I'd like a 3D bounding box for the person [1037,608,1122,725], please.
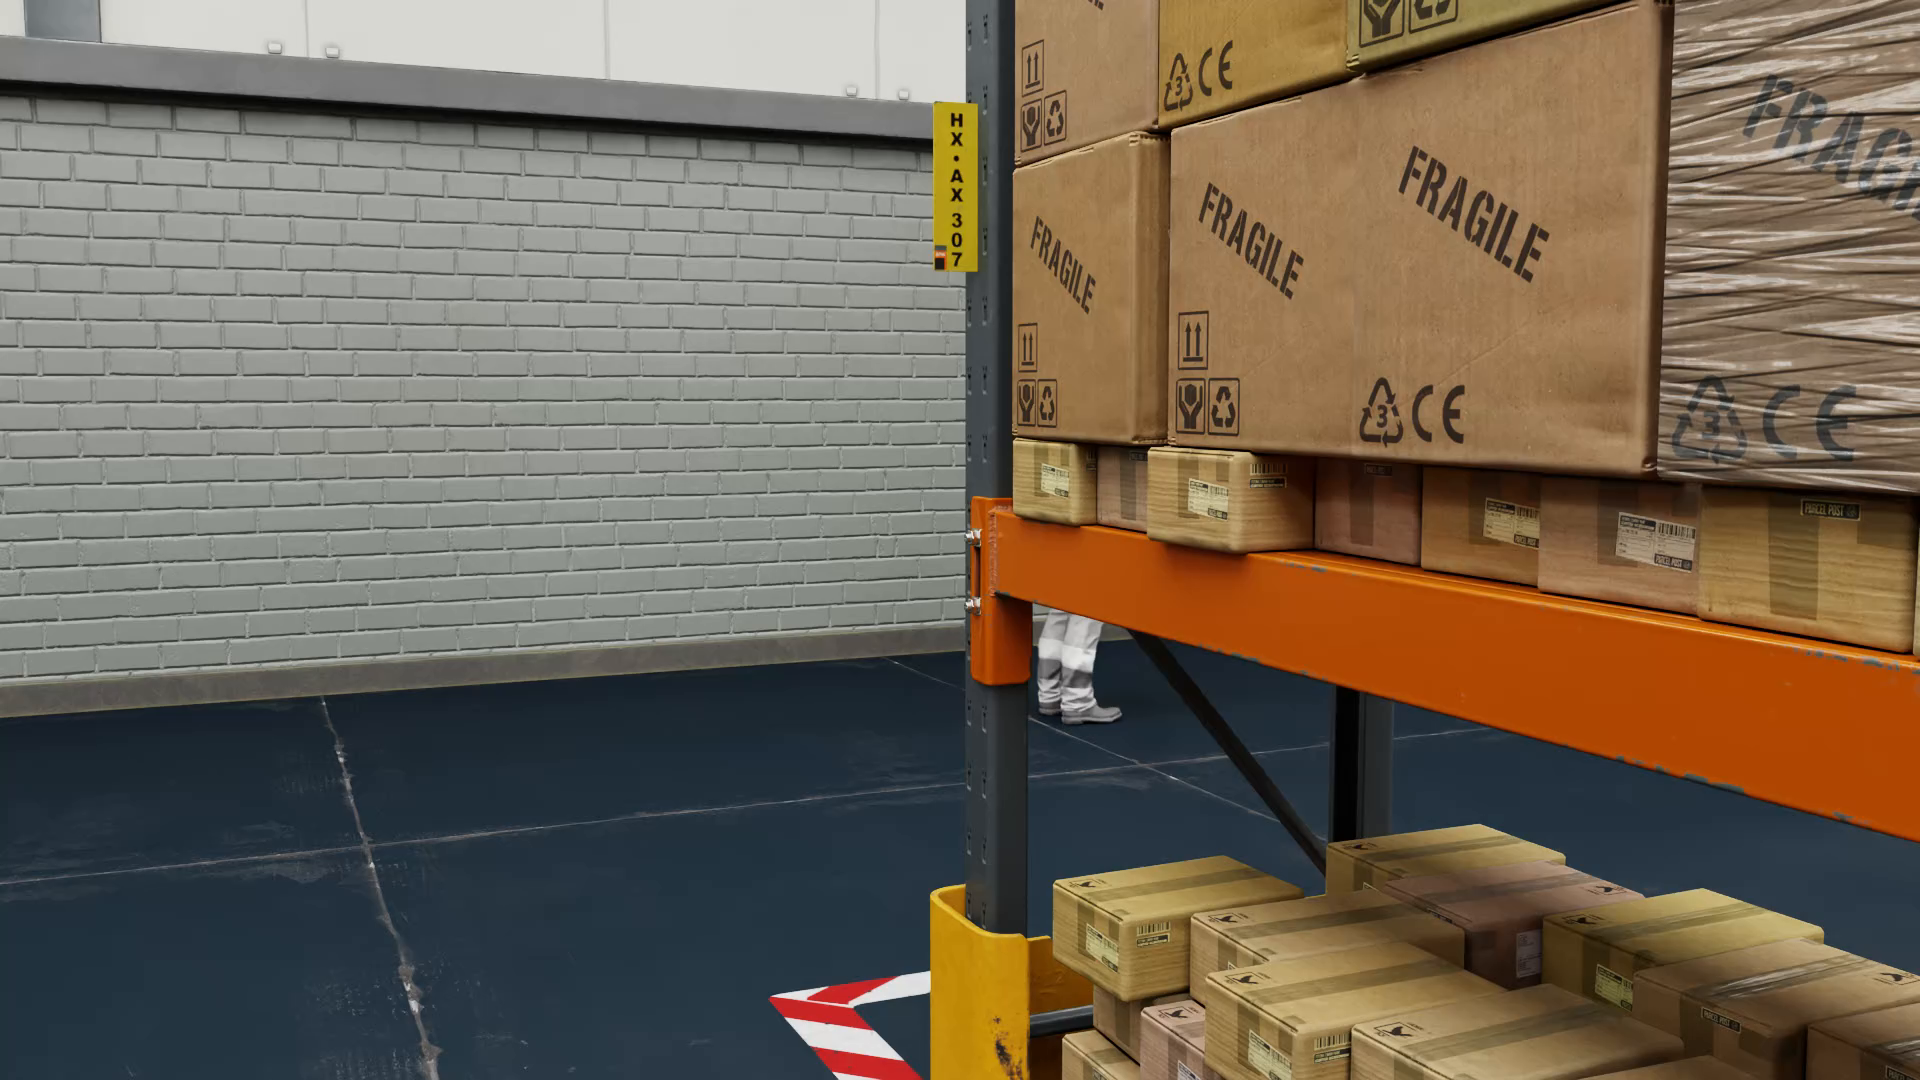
[{"bbox_3d":[0.614,-0.064,7.753,0.563,1.786,0.495,-2,6,-24],"label":"person"}]
